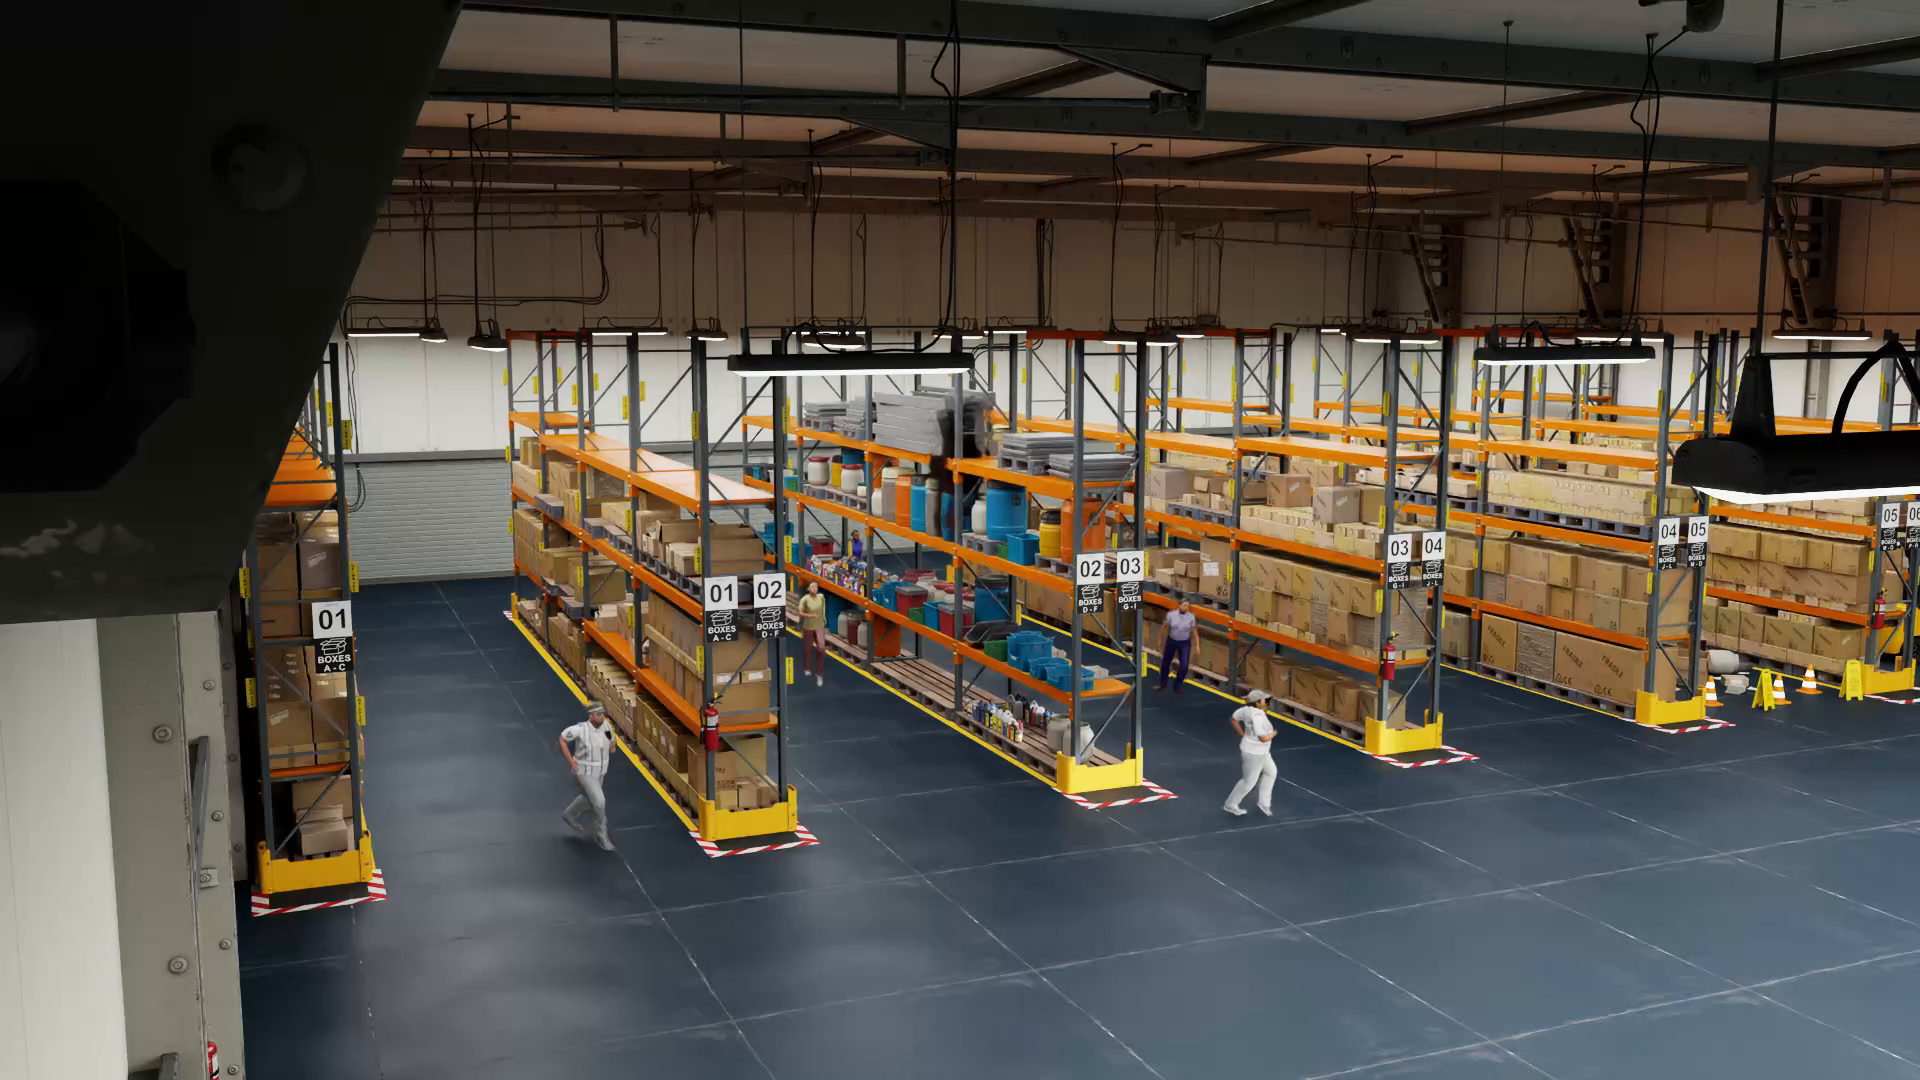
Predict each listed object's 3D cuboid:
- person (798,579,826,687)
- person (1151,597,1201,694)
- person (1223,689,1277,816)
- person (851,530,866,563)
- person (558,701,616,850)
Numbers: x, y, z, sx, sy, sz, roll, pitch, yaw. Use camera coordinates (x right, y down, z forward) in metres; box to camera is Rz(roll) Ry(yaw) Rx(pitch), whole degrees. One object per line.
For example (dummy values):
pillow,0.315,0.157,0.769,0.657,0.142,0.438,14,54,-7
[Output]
person,-2.422,1.512,27.435,0.533,1.767,0.775,-3,8,-20
person,3.453,1.667,26.579,0.758,1.595,0.579,1,8,4
person,3.646,2.710,20.815,0.667,1.728,0.585,1,8,7
person,-2.394,0.558,36.671,0.580,1.620,0.824,-6,10,-37
person,-4.474,2.796,19.912,0.930,1.843,0.641,5,9,32
